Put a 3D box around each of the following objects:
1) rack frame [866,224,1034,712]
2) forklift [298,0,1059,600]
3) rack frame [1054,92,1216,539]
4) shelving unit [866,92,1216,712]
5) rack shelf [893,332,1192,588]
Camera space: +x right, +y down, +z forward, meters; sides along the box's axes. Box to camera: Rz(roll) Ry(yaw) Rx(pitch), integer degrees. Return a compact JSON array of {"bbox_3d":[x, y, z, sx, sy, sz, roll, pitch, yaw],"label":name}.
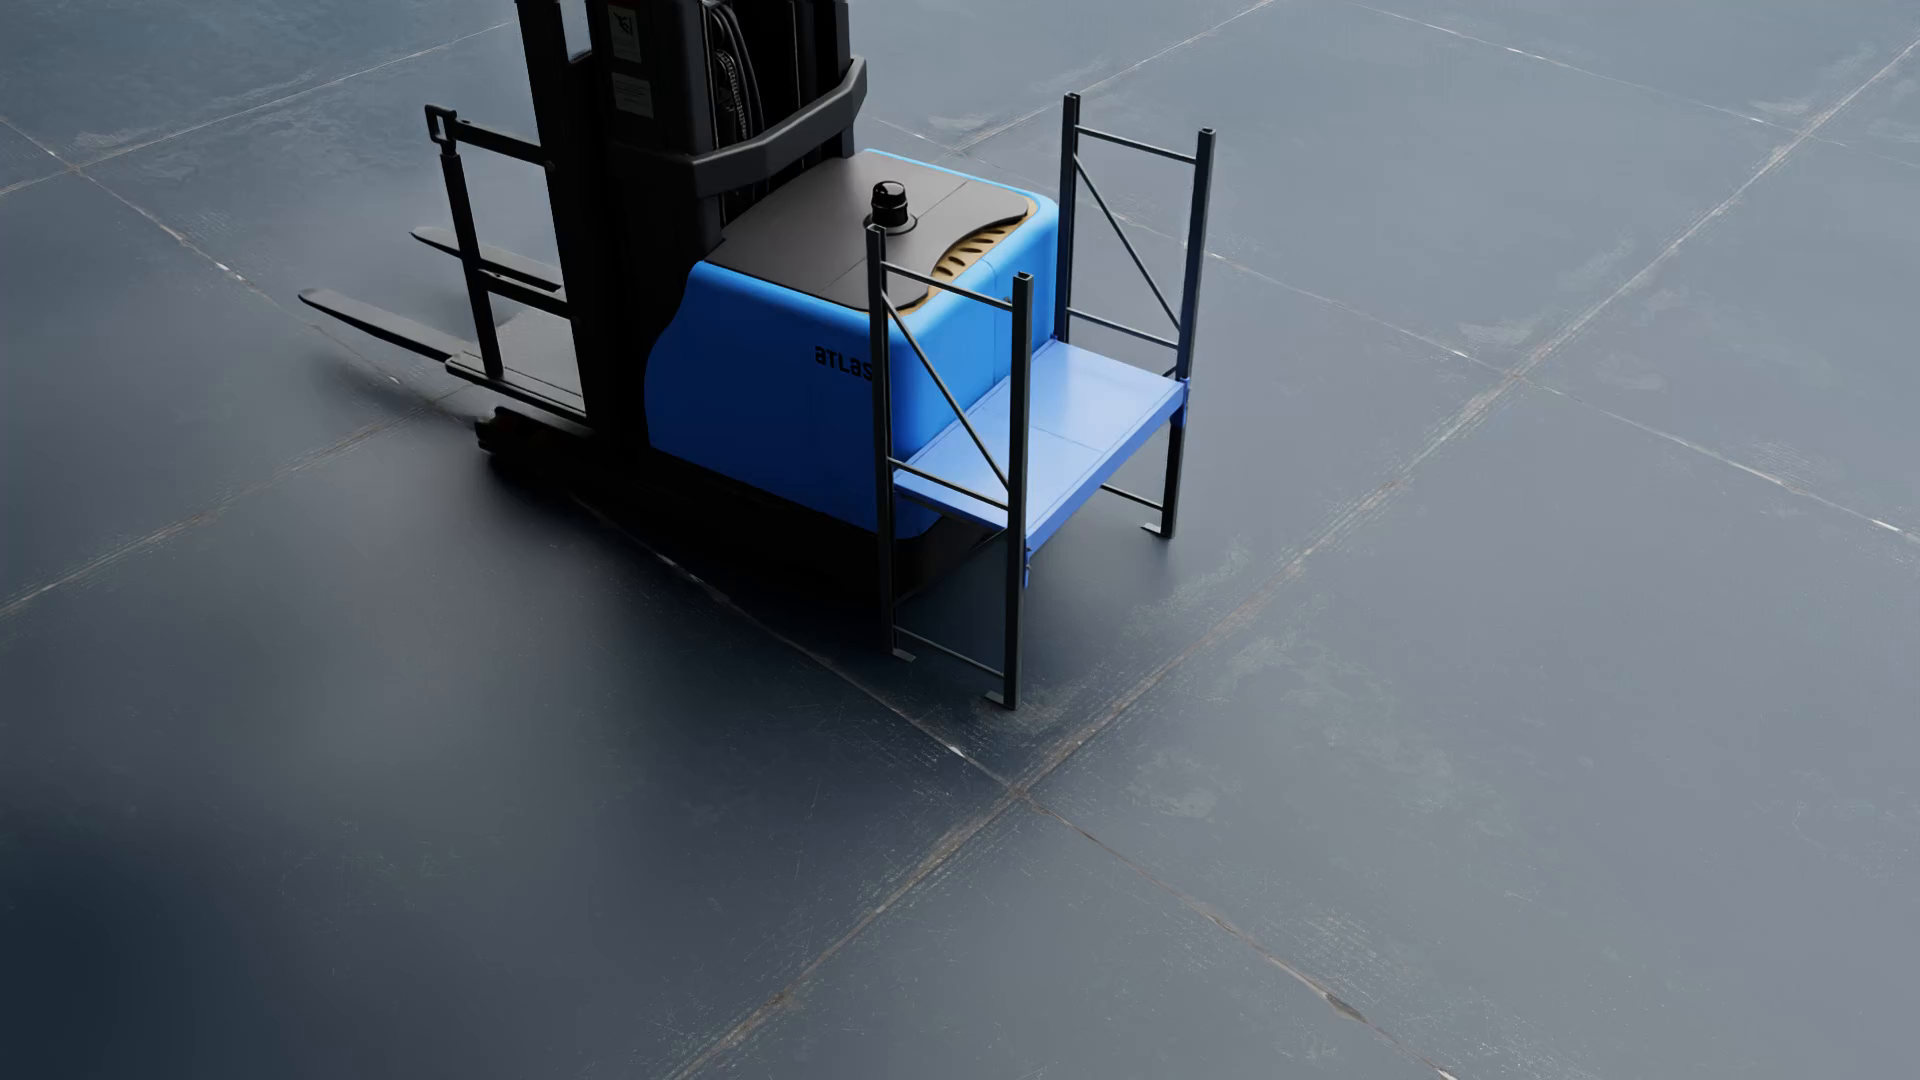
[{"bbox_3d":[-0.031,-0.155,4.740,0.500,1.500,0.032,22,44,26],"label":"rack frame"},{"bbox_3d":[-1.174,-1.639,5.456,3.031,2.935,1.130,21,43,24],"label":"forklift"},{"bbox_3d":[0.530,-0.683,5.404,0.500,1.500,0.032,22,44,26],"label":"rack frame"},{"bbox_3d":[0.249,-0.419,5.072,0.538,1.500,1.048,22,44,26],"label":"shelving unit"},{"bbox_3d":[0.249,-0.278,5.184,0.538,0.185,1.000,22,44,26],"label":"rack shelf"}]
